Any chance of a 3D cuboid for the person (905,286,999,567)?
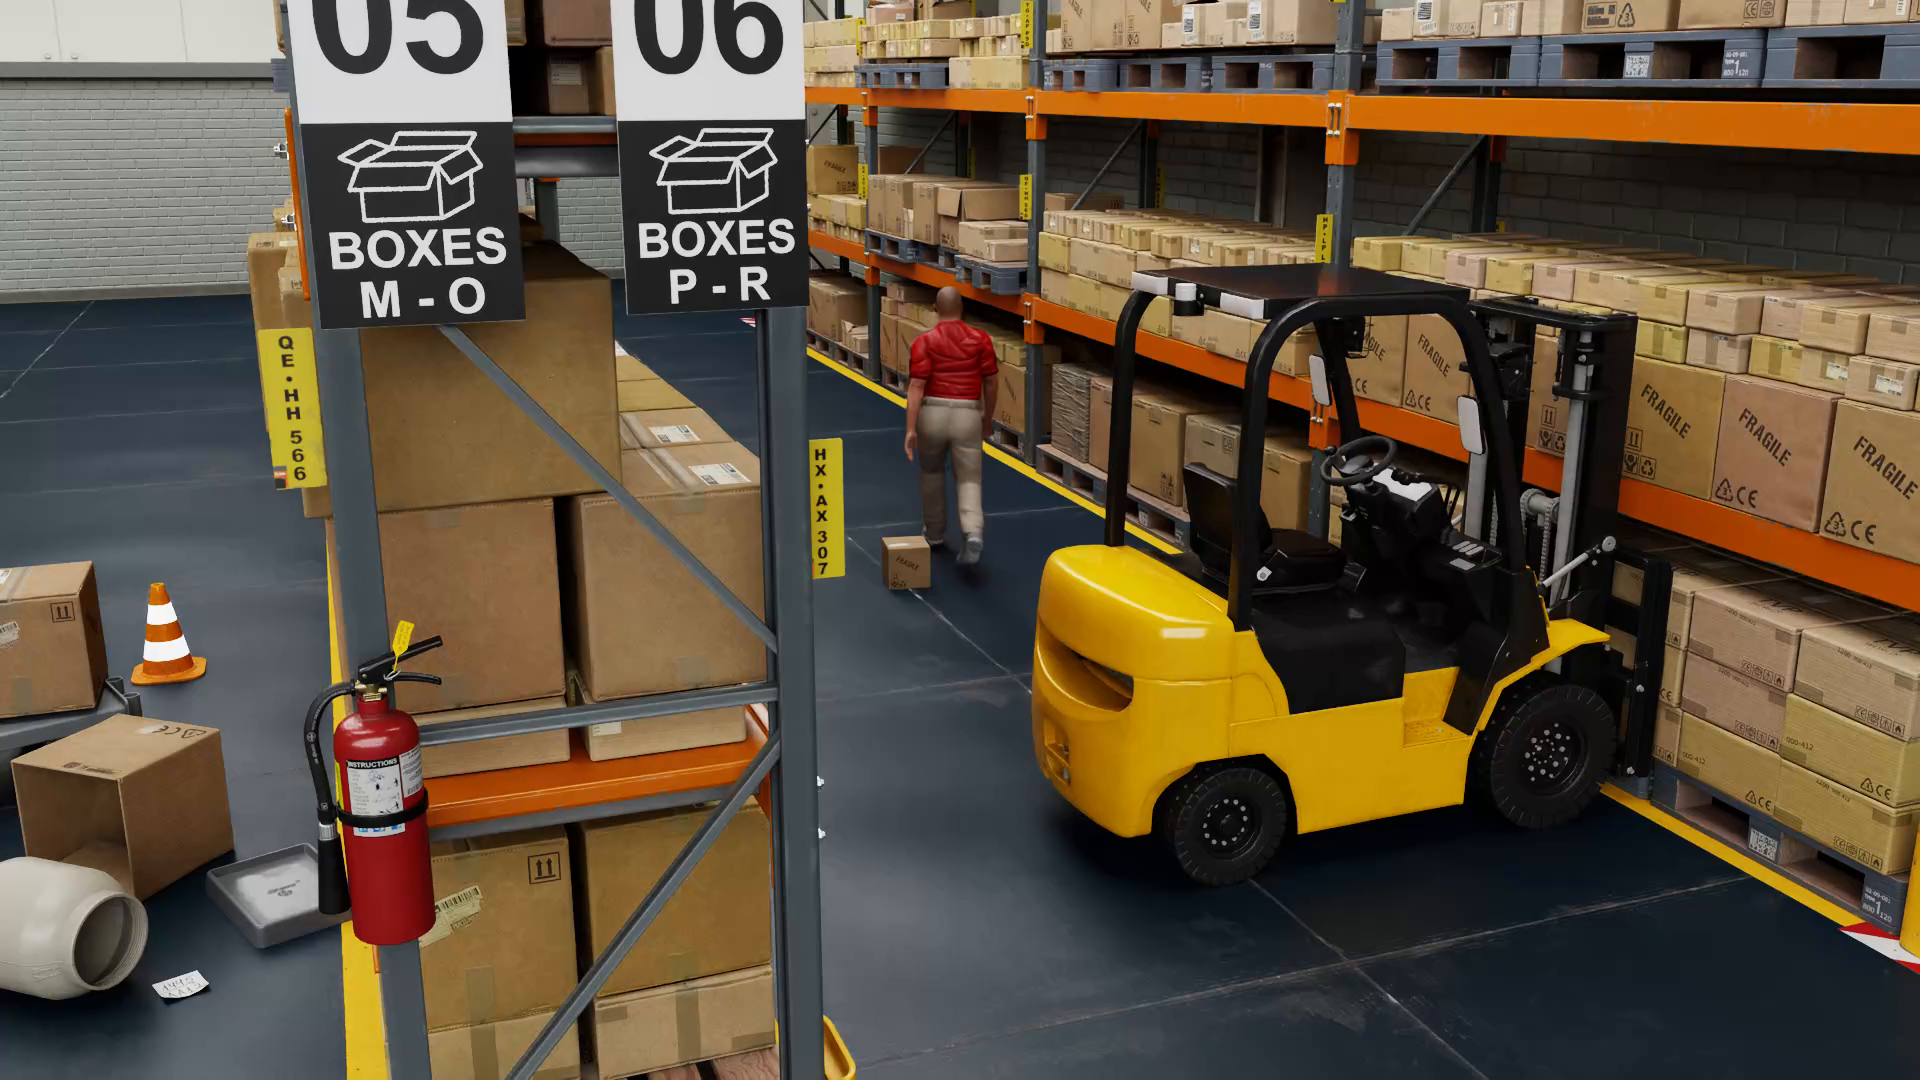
[{"bbox_3d":[-0.049,-0.710,10.154,0.585,1.655,1.053,-1,16,-3],"label":"person"}]
